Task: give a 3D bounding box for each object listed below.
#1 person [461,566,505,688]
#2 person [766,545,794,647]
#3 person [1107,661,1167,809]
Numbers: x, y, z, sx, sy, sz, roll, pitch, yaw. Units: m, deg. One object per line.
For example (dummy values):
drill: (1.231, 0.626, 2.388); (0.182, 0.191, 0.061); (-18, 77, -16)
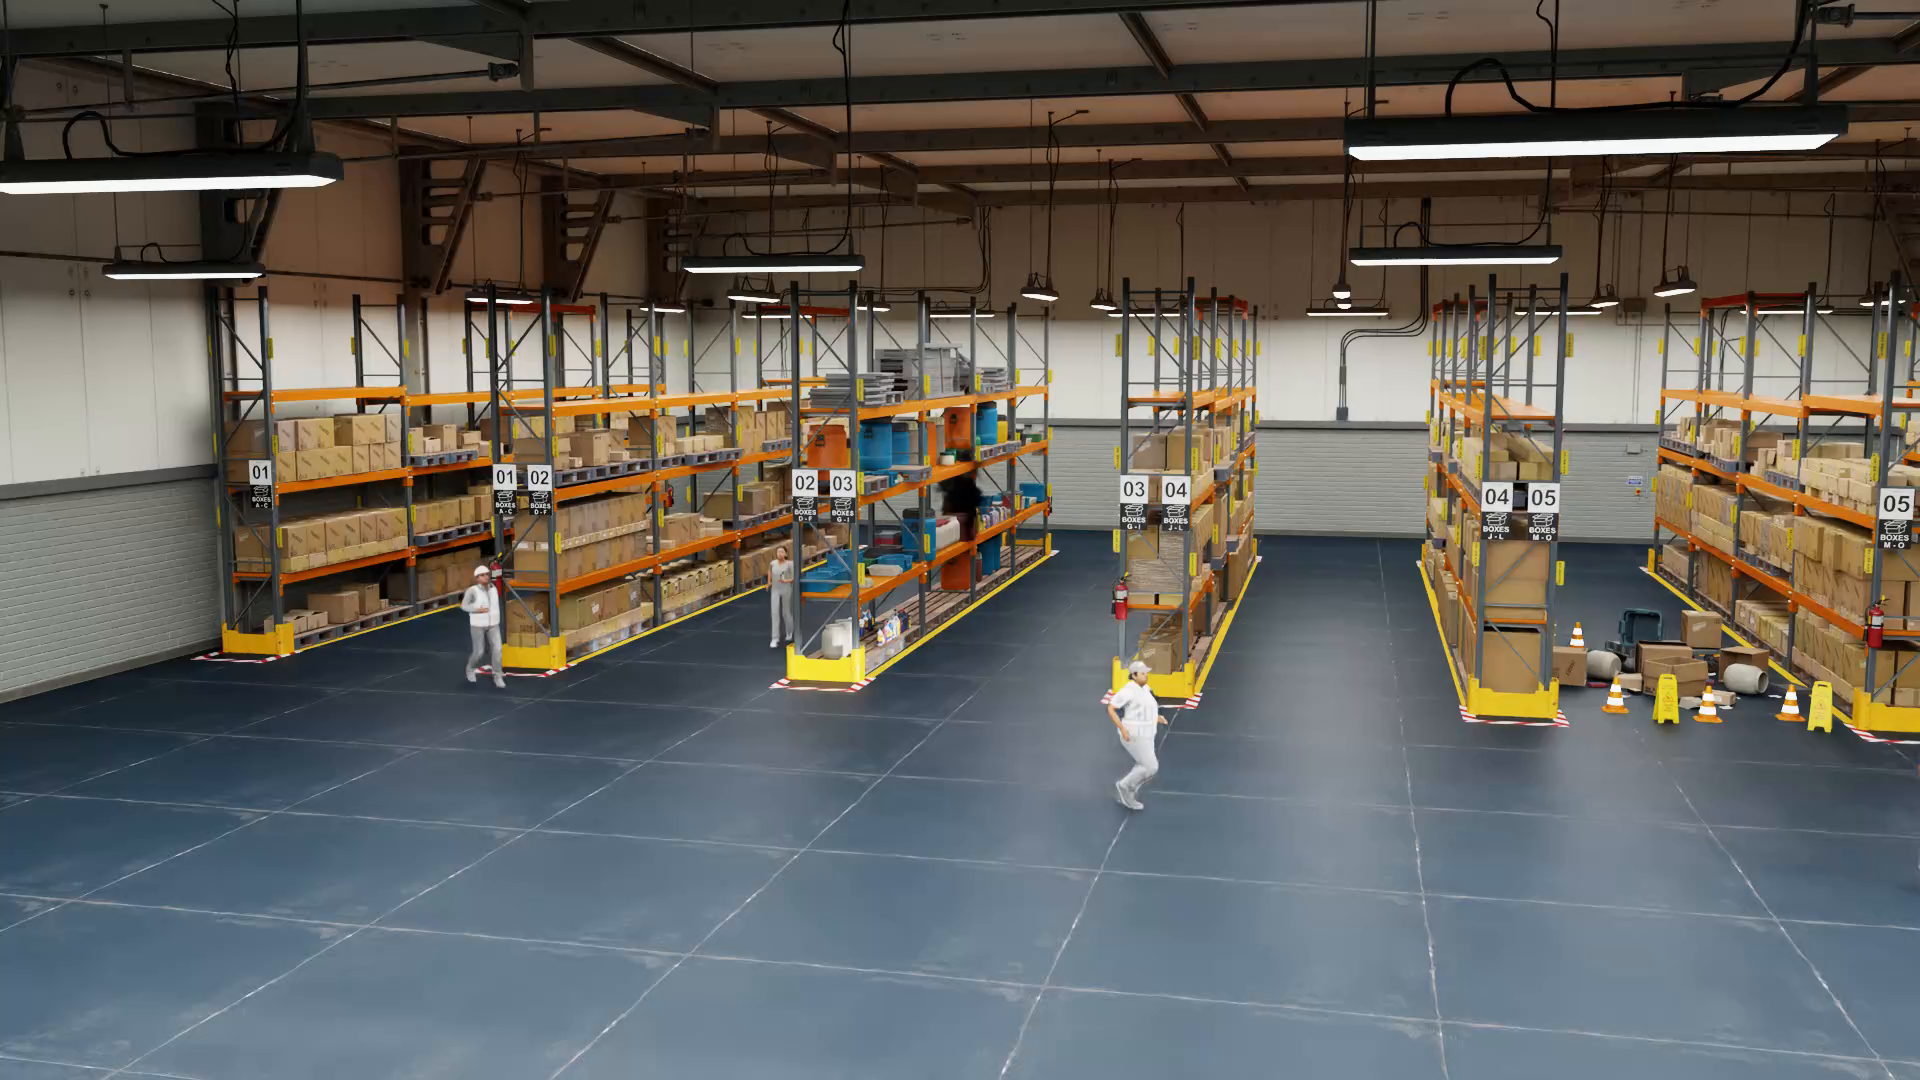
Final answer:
person: (-7.071, 1.276, 24.711); (0.666, 1.790, 0.854); (-6, 9, -40)
person: (-3.010, 0.928, 28.142); (0.568, 1.660, 0.882); (1, 7, 8)
person: (1.966, 2.127, 18.020); (0.583, 1.629, 0.592); (5, 8, 34)
